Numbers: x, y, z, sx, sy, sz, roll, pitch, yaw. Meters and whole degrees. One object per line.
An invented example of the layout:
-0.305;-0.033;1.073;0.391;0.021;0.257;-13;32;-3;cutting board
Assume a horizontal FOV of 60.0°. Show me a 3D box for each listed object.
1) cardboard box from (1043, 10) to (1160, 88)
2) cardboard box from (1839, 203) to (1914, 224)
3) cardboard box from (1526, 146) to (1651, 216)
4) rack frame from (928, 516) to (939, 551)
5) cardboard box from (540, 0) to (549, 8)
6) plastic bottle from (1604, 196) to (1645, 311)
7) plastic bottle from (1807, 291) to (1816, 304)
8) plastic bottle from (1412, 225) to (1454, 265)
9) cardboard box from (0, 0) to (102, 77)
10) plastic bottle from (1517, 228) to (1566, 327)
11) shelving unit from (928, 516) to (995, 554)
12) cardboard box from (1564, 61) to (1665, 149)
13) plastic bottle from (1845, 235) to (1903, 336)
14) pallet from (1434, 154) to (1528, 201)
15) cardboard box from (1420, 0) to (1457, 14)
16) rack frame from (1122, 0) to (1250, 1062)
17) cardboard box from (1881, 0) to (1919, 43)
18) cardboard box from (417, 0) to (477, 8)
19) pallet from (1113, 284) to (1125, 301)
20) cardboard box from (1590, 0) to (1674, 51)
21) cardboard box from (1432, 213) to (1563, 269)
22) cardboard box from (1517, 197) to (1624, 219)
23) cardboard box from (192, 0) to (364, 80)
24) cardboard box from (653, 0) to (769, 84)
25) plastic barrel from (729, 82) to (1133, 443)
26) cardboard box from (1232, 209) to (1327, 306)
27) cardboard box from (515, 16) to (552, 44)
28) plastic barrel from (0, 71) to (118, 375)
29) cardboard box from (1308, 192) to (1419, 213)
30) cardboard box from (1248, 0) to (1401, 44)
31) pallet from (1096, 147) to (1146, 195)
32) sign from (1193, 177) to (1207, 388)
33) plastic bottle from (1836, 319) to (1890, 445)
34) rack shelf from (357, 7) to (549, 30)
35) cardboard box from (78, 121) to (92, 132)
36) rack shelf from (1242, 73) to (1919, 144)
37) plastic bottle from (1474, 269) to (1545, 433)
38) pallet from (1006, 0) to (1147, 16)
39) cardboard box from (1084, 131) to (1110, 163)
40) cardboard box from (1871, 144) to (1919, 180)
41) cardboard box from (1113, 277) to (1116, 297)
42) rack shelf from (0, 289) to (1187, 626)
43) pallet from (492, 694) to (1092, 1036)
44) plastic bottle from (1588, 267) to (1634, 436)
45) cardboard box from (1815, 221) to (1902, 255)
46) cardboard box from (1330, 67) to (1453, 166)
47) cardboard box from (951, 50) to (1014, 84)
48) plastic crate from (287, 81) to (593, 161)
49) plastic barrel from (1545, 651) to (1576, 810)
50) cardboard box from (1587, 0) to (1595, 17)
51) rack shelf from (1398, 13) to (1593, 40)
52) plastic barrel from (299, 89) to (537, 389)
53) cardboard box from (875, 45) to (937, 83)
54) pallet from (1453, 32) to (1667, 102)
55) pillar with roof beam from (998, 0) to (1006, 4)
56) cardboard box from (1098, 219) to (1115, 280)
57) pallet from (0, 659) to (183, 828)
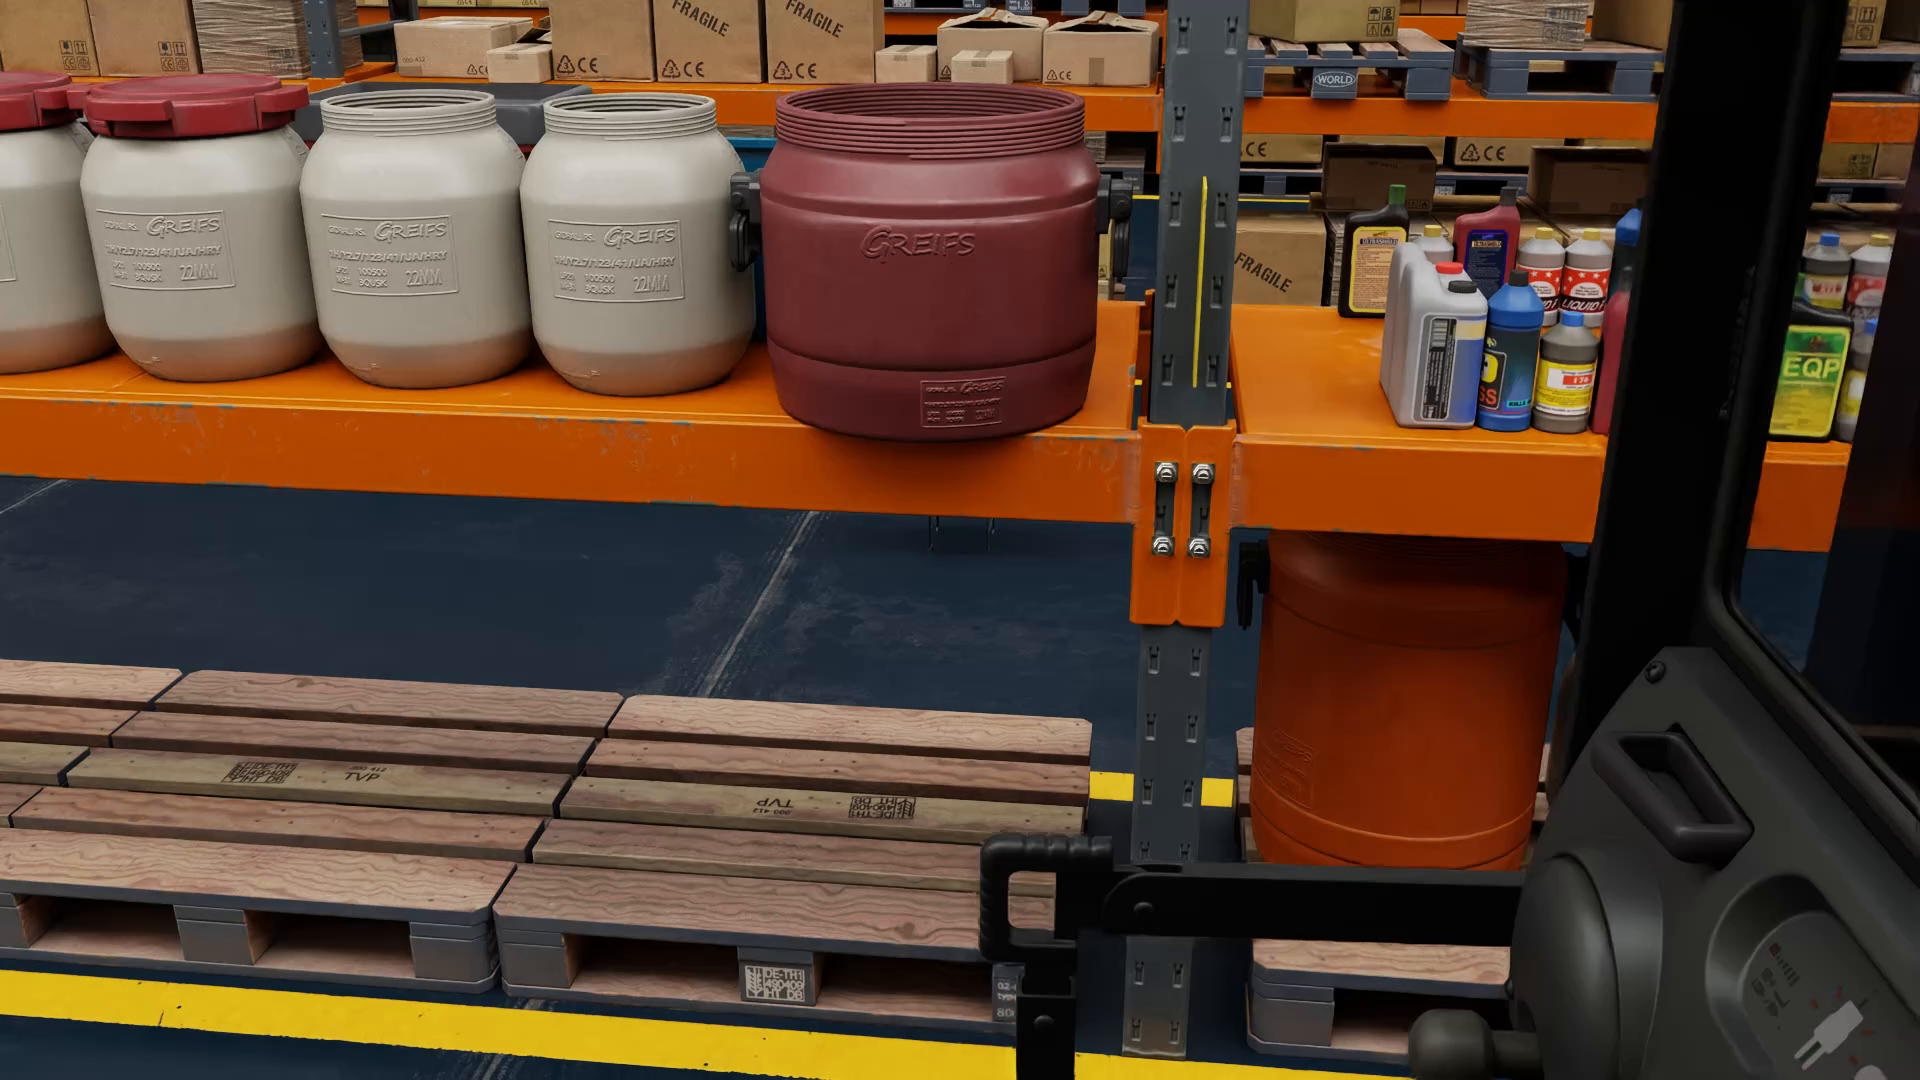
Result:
0.676;-2.340;7.899;0.500;0.311;0.500;4;22;10;cardboard box
4.552;-1.328;8.021;0.500;0.500;0.500;2;22;4;cardboard box
3.061;-1.742;8.047;0.500;0.250;0.500;2;22;5;cardboard box
-0.093;-0.423;5.785;0.006;0.900;0.240;2;22;6;rack frame
-2.867;-4.180;12.611;0.500;0.250;0.500;3;22;6;cardboard box
1.432;-0.589;3.526;0.097;0.271;0.097;0;22;0;plastic bottle
1.415;-0.332;2.874;0.097;0.271;0.097;0;22;0;plastic bottle
1.010;-0.575;3.585;0.097;0.201;0.097;0;22;0;plastic bottle
-4.404;-2.629;8.375;0.500;0.500;0.700;3;22;7;cardboard box
1.239;-0.565;3.560;0.097;0.201;0.097;0;22;0;plastic bottle
0.008;-0.418;5.773;0.210;0.900;0.258;2;22;6;shelving unit
4.923;-3.161;12.209;0.750;0.750;0.750;3;22;7;cardboard box
1.915;-0.536;3.485;0.097;0.201;0.097;0;22;0;plastic bottle
3.593;-2.746;12.598;1.213;0.211;1.003;2;22;6;pallet
3.435;-3.889;12.012;0.250;0.149;0.380;3;22;7;cardboard box
0.445;-0.541;3.228;0.127;3.000;1.000;2;22;6;rack frame
4.560;-2.520;7.527;0.500;0.500;0.700;-5;22;-12;cardboard box
-3.862;-4.221;12.714;0.500;0.250;0.500;2;22;6;cardboard box
0.219;-1.102;8.441;1.213;0.211;1.003;2;22;6;pallet
3.242;-2.472;7.405;0.500;0.500;0.700;-3;22;-7;cardboard box
2.468;-1.223;7.756;0.500;0.500;0.500;2;22;6;cardboard box
3.024;-1.394;8.187;0.500;0.500;0.500;2;22;4;cardboard box
-3.382;-2.586;8.264;0.500;0.500;0.700;2;22;5;cardboard box
-1.159;-2.485;8.010;0.500;0.500;0.500;3;22;6;cardboard box
-0.051;-0.514;2.974;0.708;0.536;0.600;2;22;6;plastic barrel
1.450;-1.267;7.867;0.500;0.500;0.500;3;22;9;cardboard box
-2.046;-2.489;8.338;0.258;0.266;0.396;2;22;5;cardboard box
-1.874;-0.624;3.253;0.433;0.535;0.433;0;22;0;plastic barrel
1.988;-1.437;8.295;0.500;0.500;0.500;3;22;8;cardboard box
1.671;-2.605;7.742;0.500;0.500;0.700;-5;22;-12;cardboard box
0.835;-2.896;12.977;1.213;0.211;1.003;2;22;6;pallet
0.388;-0.416;2.689;0.005;0.325;0.100;2;22;6;sign
1.541;-0.271;2.816;0.097;0.201;0.097;0;22;0;plastic bottle
-4.347;-4.083;13.166;4.000;0.370;1.077;2;22;6;rack shelf
-4.854;-1.986;9.032;0.500;0.500;0.500;2;22;6;cardboard box
3.018;-1.928;7.716;4.000;0.370;1.077;2;22;6;rack shelf
0.949;-0.329;2.868;0.097;0.271;0.097;0;22;0;plastic bottle
0.891;-4.061;12.392;1.003;0.211;1.213;2;22;6;pallet
0.890;-3.212;12.787;0.500;0.500;0.700;3;22;7;cardboard box
6.812;-2.925;12.087;0.500;0.500;0.700;2;22;6;cardboard box
0.546;-1.396;8.559;0.500;0.250;0.500;2;22;6;cardboard box
-1.541;-0.293;3.579;4.000;0.370;1.077;2;22;6;rack shelf
-0.319;0.708;3.862;1.213;0.211;1.003;2;22;6;pallet
1.158;-0.319;2.826;0.133;0.283;0.061;2;22;6;plastic bottle
3.990;-1.159;7.594;0.500;0.500;0.500;3;22;6;cardboard box
3.195;-3.234;12.392;0.750;0.750;0.750;2;22;6;cardboard box
0.106;-2.170;7.692;0.250;0.149;0.380;2;22;6;cardboard box
-1.123;-0.752;3.676;0.583;0.464;0.402;2;22;6;plastic crate
1.504;0.427;3.591;0.421;0.512;0.421;0;22;0;plastic barrel
4.440;-3.809;11.808;0.250;0.149;0.380;3;22;6;cardboard box
3.597;-3.737;12.291;4.000;0.370;1.077;2;22;6;rack shelf
-1.020;-0.578;3.169;0.421;0.512;0.421;0;22;0;plastic barrel
-0.241;-2.267;7.936;0.250;0.149;0.380;4;22;10;cardboard box
2.964;-2.178;7.629;1.213;0.211;1.003;2;22;6;pallet
-0.085;-5.748;8.240;0.400;9.000;9.100;2;22;6;pillar with roof beam
0.483;-1.459;7.957;0.500;0.311;0.500;3;22;8;cardboard box
-2.743;0.603;4.129;1.213;0.211;1.003;2;22;6;pallet
